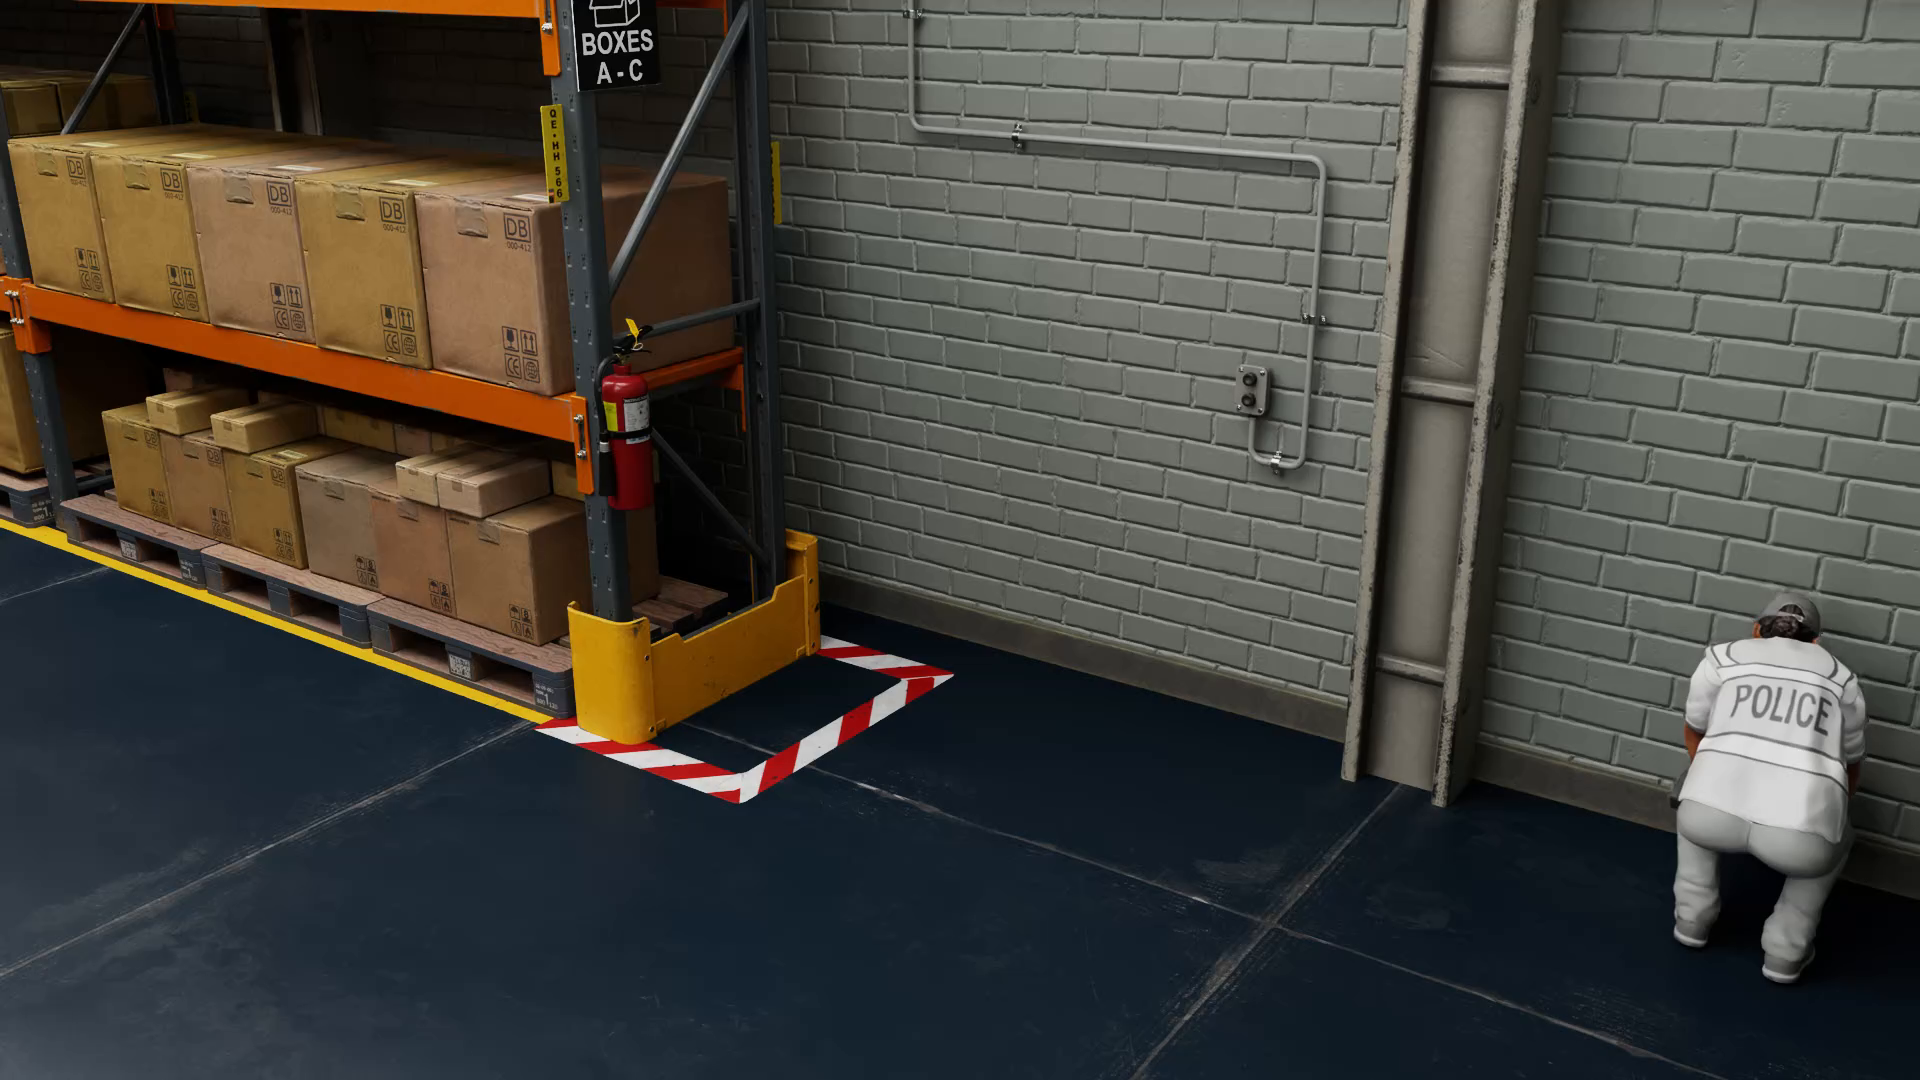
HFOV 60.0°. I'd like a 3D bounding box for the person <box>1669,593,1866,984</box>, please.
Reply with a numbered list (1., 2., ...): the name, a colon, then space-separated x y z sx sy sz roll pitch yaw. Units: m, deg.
1. person: 2.402 0.740 4.985 0.528 1.021 0.835 13 24 32
